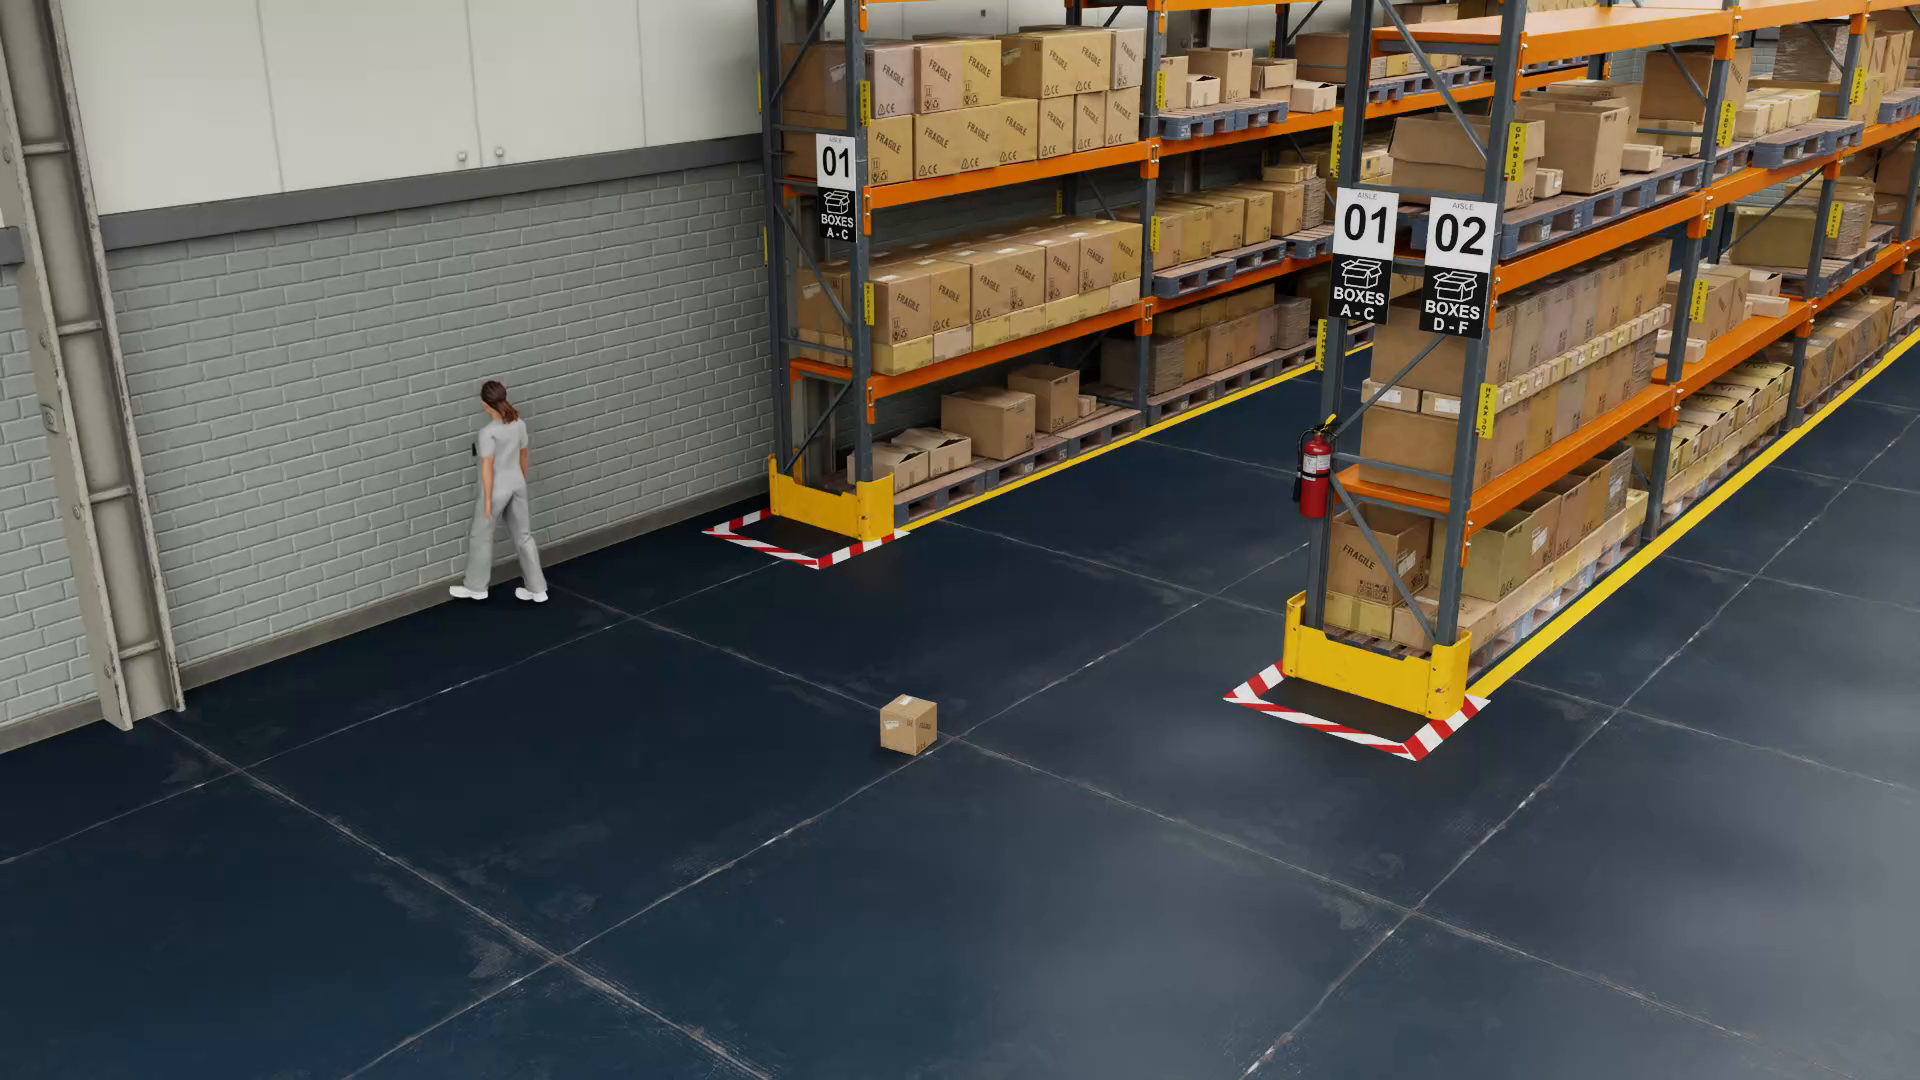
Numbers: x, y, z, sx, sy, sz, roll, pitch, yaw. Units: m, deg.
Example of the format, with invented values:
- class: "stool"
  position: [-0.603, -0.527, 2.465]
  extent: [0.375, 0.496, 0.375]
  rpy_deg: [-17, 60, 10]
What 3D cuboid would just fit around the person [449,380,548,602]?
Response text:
- class: "person"
  position: [-3.365, -0.358, 12.009]
  extent: [0.726, 1.659, 0.476]
  rpy_deg: [12, 23, 29]
